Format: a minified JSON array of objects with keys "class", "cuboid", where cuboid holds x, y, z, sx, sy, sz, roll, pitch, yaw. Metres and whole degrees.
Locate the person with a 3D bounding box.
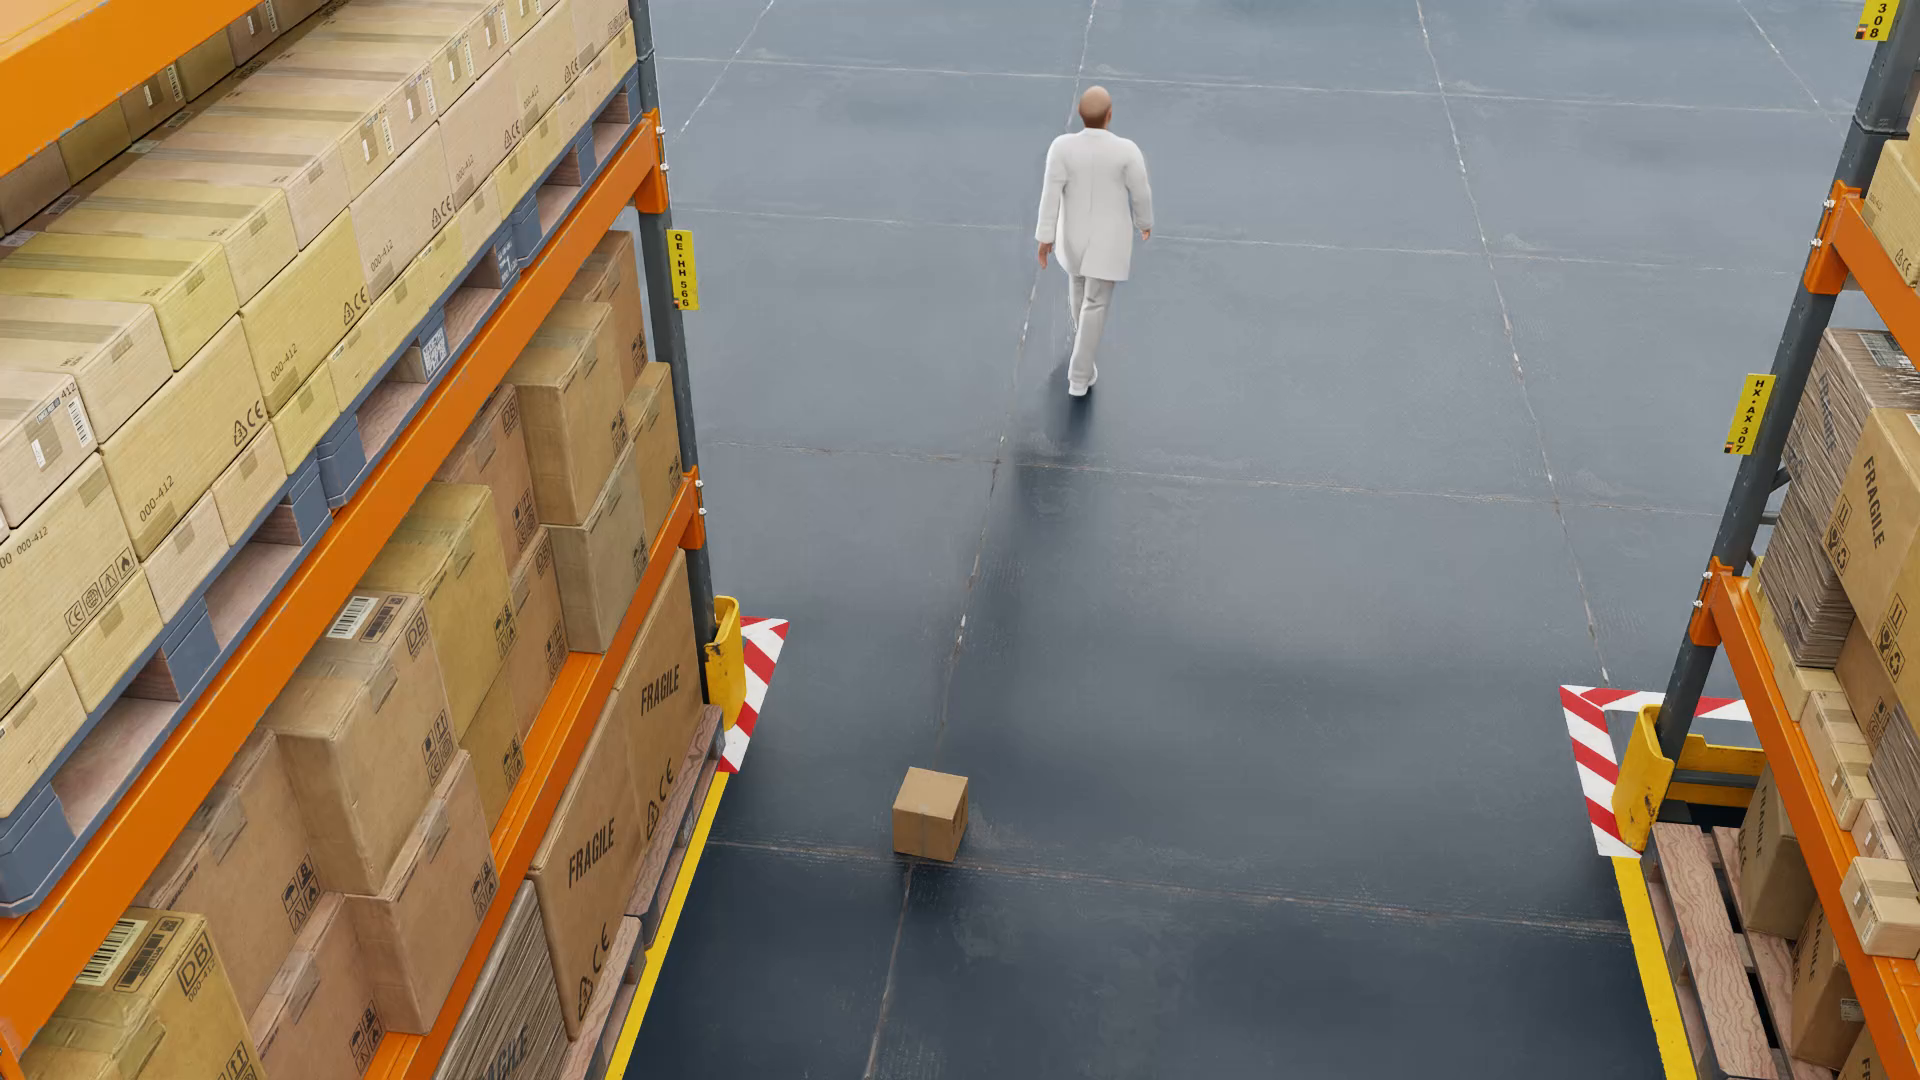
[{"class":"person","cuboid":[0.789,-1.800,9.542,0.622,1.723,1.071,10,37,14]}]
